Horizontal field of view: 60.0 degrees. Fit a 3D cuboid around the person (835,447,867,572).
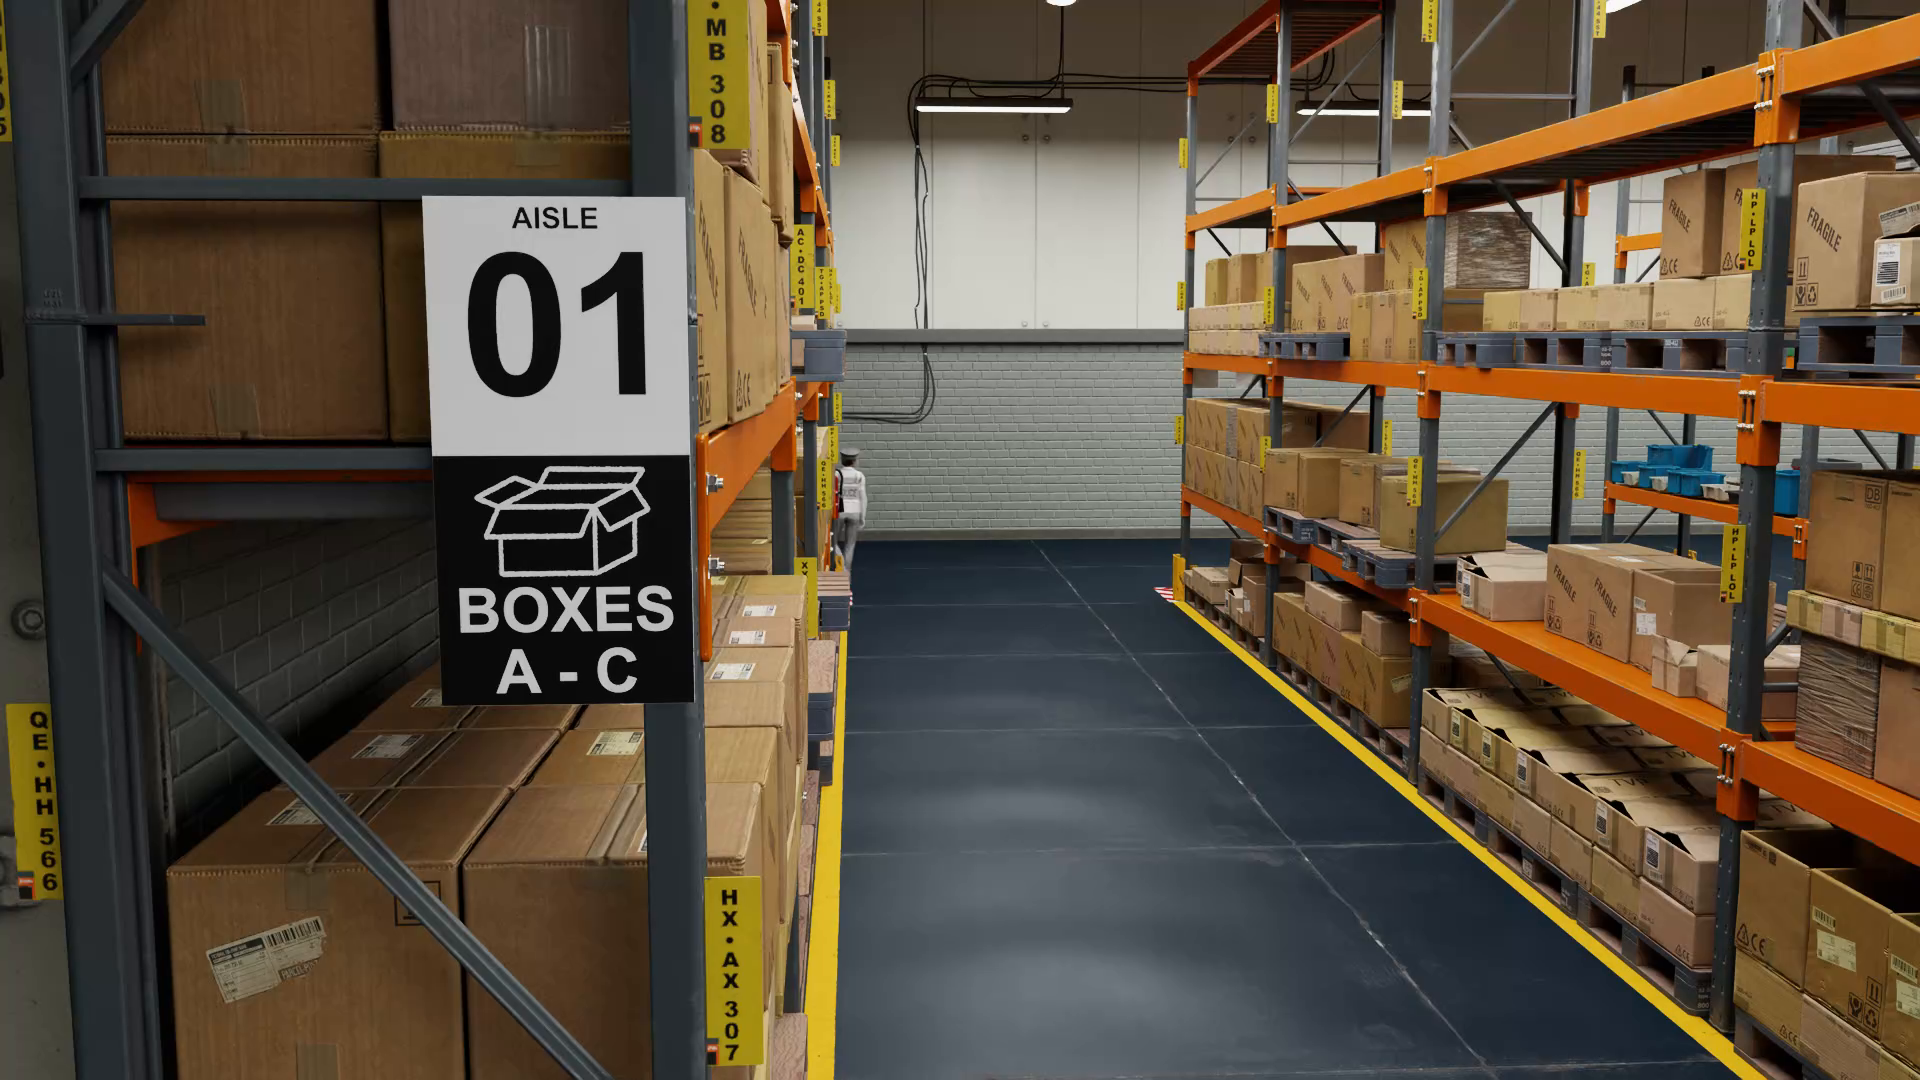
[{"bbox_3d":[-1.375,-0.260,19.886,0.541,1.695,0.468,0,7,-4],"label":"person"}]
